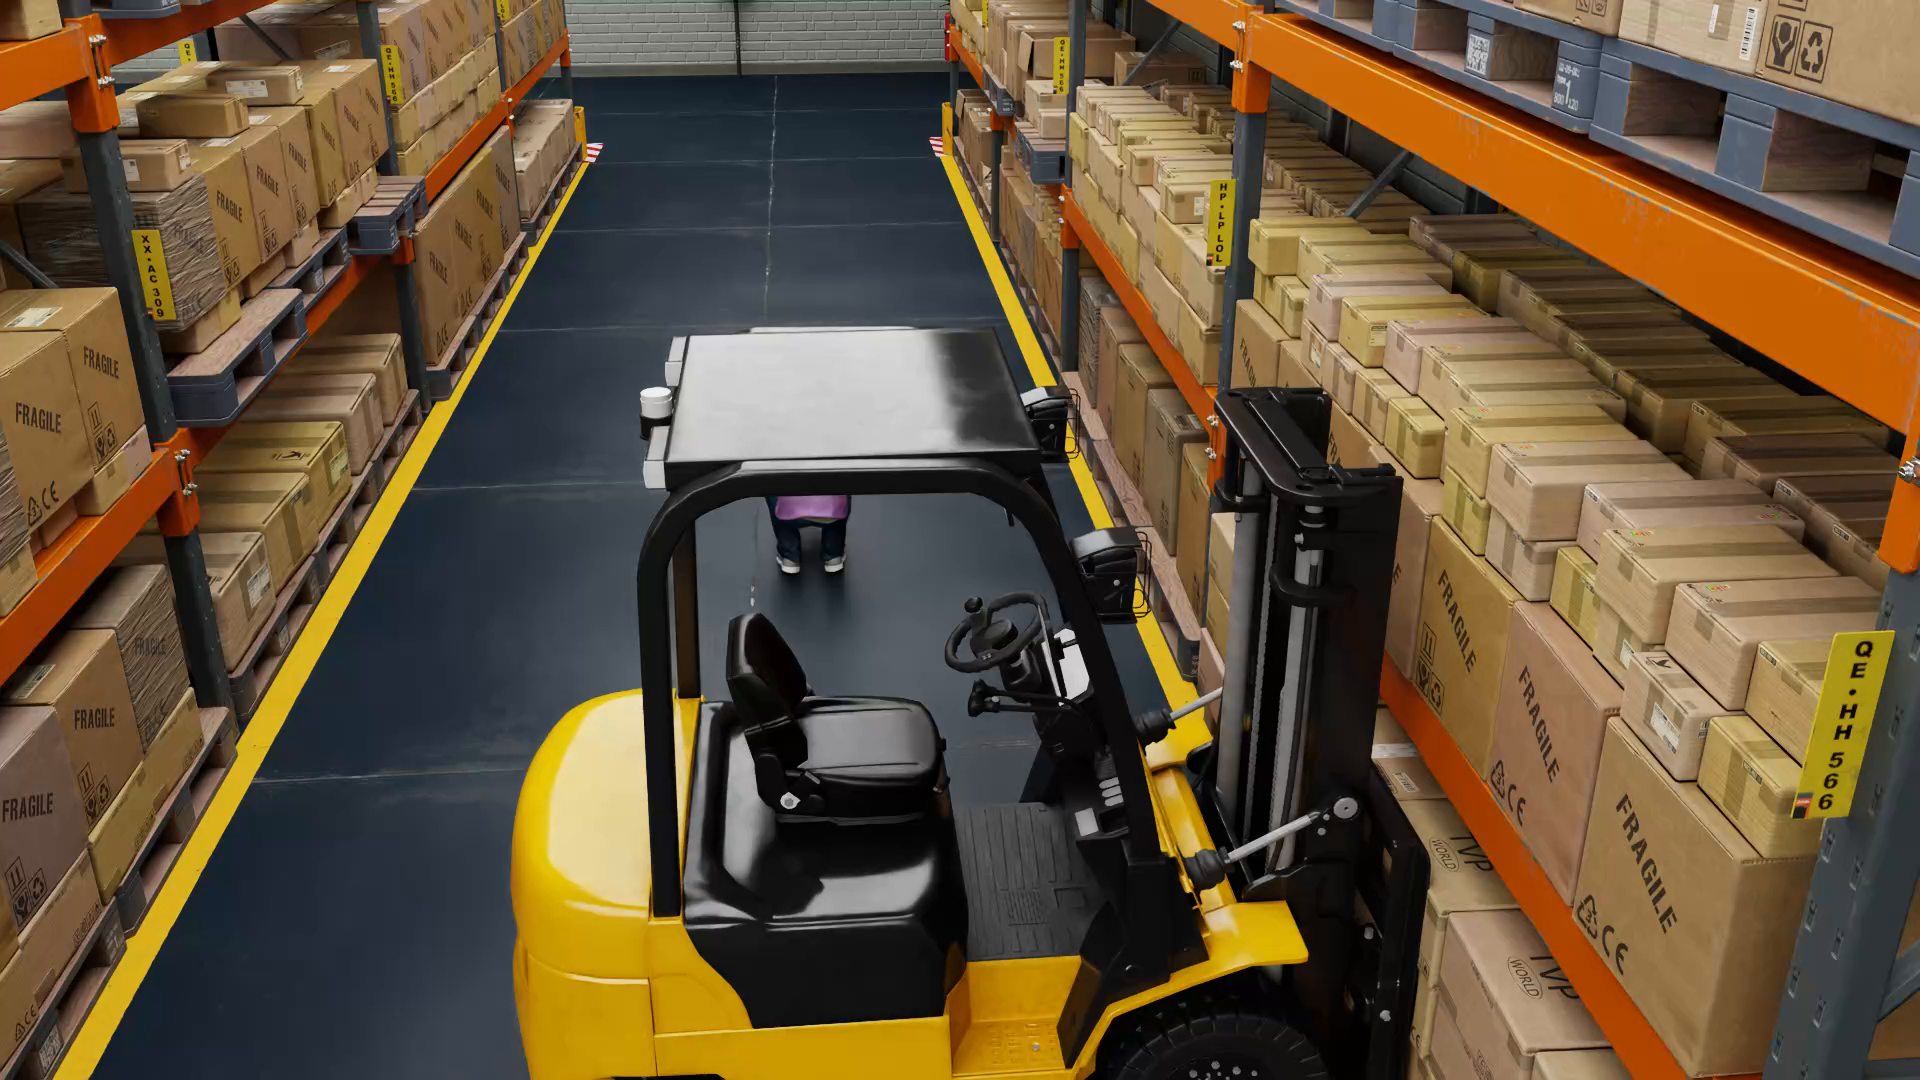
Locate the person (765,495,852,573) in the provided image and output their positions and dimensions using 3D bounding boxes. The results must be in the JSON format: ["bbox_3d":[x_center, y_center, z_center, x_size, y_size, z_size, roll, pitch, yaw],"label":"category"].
[{"bbox_3d":[-0.750,-0.333,8.231,0.451,0.895,0.807,-2,24,-5],"label":"person"}]
